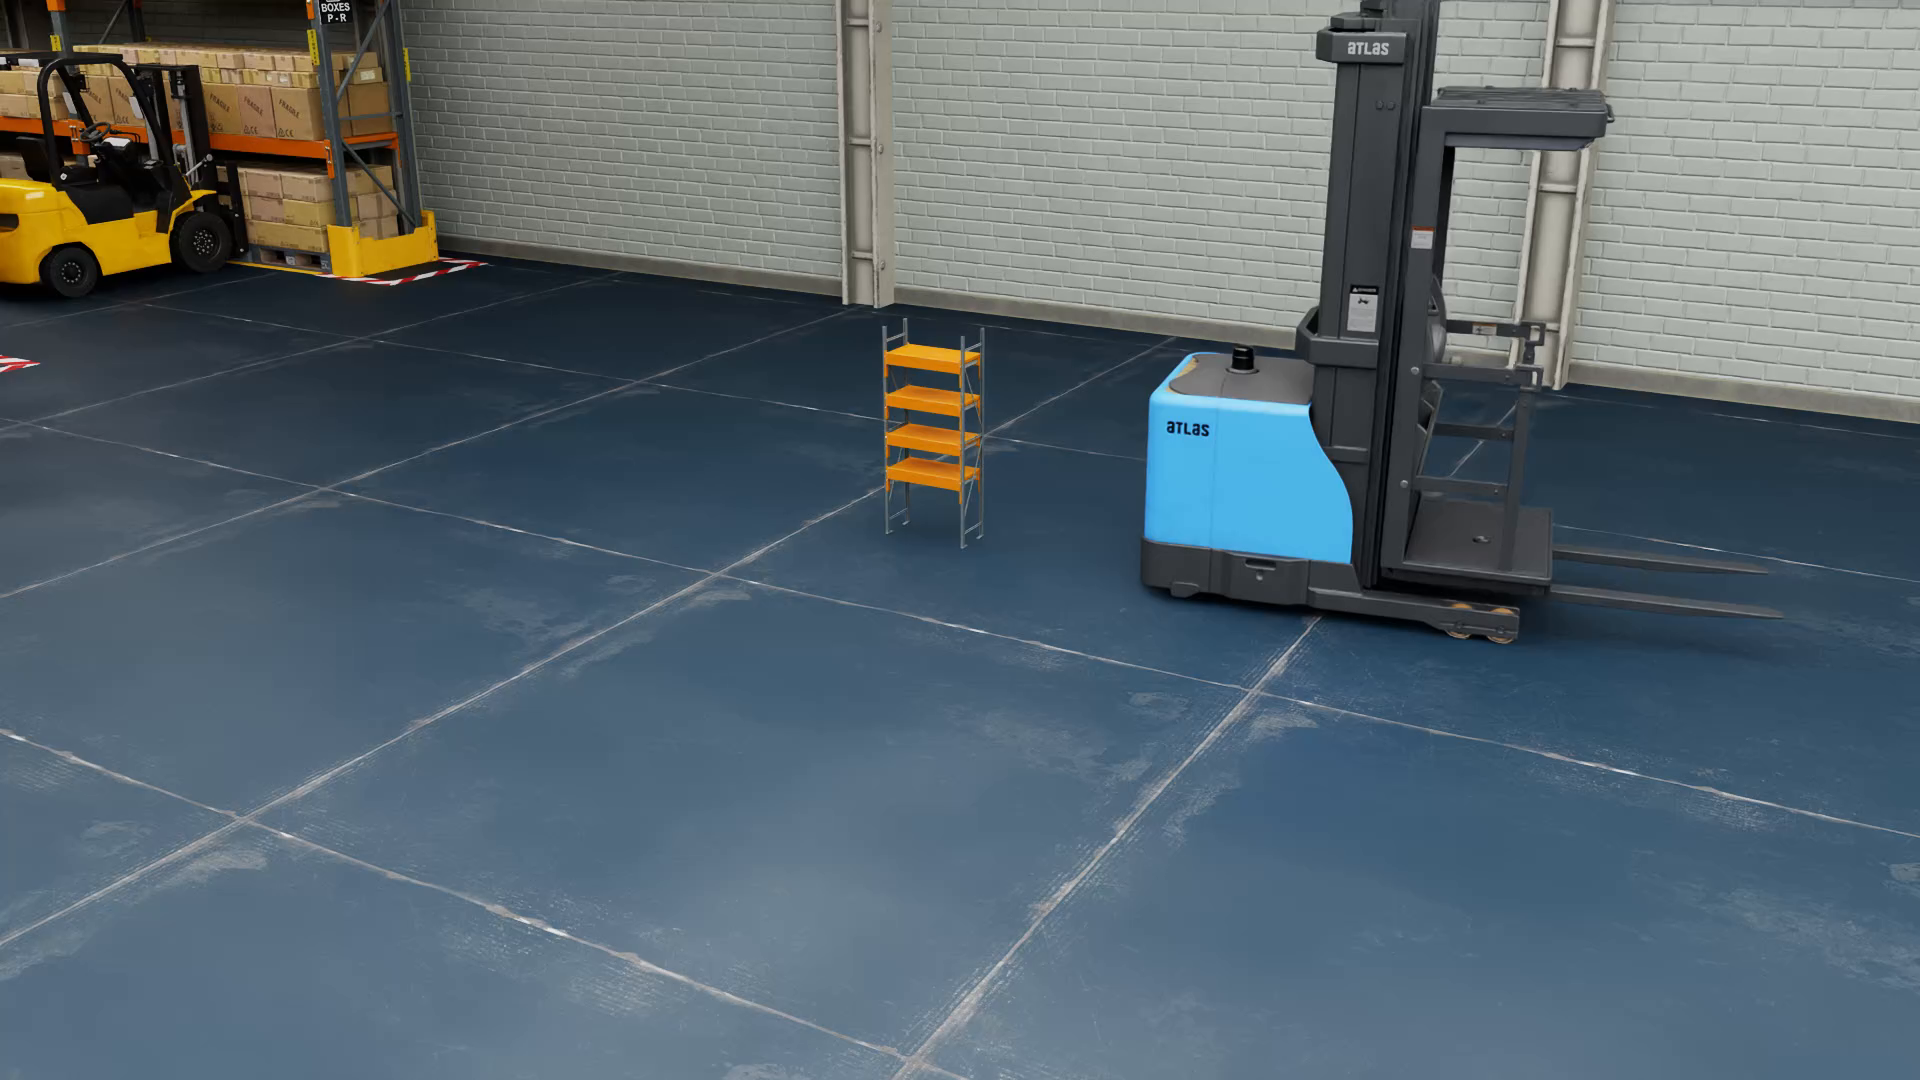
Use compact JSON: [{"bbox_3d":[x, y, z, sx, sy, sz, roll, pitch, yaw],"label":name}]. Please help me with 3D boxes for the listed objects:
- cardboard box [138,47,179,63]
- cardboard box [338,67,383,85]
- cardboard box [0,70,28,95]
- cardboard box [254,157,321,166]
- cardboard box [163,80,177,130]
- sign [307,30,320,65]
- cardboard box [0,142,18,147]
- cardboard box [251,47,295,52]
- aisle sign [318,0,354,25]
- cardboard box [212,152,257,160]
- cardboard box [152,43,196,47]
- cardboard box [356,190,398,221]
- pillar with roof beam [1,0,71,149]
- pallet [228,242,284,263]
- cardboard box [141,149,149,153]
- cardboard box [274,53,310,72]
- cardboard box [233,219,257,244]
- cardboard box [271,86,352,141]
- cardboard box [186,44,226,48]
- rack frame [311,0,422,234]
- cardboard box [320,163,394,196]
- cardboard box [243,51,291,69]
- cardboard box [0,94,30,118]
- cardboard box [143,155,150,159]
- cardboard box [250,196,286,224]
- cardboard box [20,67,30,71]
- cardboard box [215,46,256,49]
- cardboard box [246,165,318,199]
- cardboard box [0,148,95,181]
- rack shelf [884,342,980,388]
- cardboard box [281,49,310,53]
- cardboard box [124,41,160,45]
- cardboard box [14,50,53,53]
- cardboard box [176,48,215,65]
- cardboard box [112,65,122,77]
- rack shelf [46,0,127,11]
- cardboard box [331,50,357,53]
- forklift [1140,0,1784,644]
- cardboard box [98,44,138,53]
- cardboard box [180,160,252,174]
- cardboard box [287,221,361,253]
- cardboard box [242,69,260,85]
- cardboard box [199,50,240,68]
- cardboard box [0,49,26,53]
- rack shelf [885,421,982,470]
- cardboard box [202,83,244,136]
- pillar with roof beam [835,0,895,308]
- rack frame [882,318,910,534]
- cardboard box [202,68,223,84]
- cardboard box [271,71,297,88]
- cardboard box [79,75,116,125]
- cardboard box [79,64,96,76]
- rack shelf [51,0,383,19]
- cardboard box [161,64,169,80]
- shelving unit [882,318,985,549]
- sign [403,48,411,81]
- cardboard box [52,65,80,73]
[{"bbox_3d":[-8.358,-5.072,17.415,0.250,0.149,0.380,10,22,26],"label":"cardboard box"},{"bbox_3d":[-6.082,-4.707,16.844,0.250,0.149,0.380,10,22,26],"label":"cardboard box"},{"bbox_3d":[-10.411,-5.140,18.623,0.500,0.250,0.500,10,22,26],"label":"cardboard box"},{"bbox_3d":[-7.110,-3.901,17.670,0.500,0.250,0.500,11,22,27],"label":"cardboard box"},{"bbox_3d":[-8.239,-4.616,17.546,0.500,0.500,0.500,11,22,27],"label":"cardboard box"},{"bbox_3d":[-6.190,-4.718,15.927,0.005,0.325,0.100,11,23,27],"label":"sign"},{"bbox_3d":[-11.785,-4.419,20.014,0.625,0.625,0.875,12,23,29],"label":"cardboard box"},{"bbox_3d":[-7.183,-5.081,17.439,0.250,0.149,0.380,10,22,26],"label":"cardboard box"},{"bbox_3d":[-5.999,-5.345,15.889,0.004,0.787,0.394,11,23,27],"label":"aisle sign"},{"bbox_3d":[-7.996,-4.069,18.134,0.500,0.250,0.500,11,23,28],"label":"cardboard box"},{"bbox_3d":[-8.542,-5.321,18.101,0.250,0.149,0.380,11,22,27],"label":"cardboard box"},{"bbox_3d":[-6.222,-3.501,17.302,0.500,0.250,0.500,11,23,28],"label":"cardboard box"},{"bbox_3d":[-13.419,-7.142,15.857,0.400,9.000,9.100,11,23,27],"label":"pillar with roof beam"},{"bbox_3d":[-7.662,-3.228,17.955,1.213,0.211,1.003,11,23,27],"label":"pallet"},{"bbox_3d":[-8.881,-4.237,18.597,0.500,0.250,0.500,11,23,28],"label":"cardboard box"},{"bbox_3d":[-6.559,-4.742,16.504,0.250,0.149,0.380,11,23,27],"label":"cardboard box"},{"bbox_3d":[-7.339,-3.282,17.429,0.500,0.250,0.500,11,23,28],"label":"cardboard box"},{"bbox_3d":[-6.471,-4.272,16.597,0.500,0.500,0.500,10,22,26],"label":"cardboard box"},{"bbox_3d":[-8.077,-5.249,17.902,0.250,0.149,0.380,10,22,26],"label":"cardboard box"},{"bbox_3d":[-5.913,-4.221,16.603,0.127,3.000,1.000,11,23,27],"label":"rack frame"},{"bbox_3d":[-6.240,-3.732,17.206,0.500,0.250,0.500,10,22,26],"label":"cardboard box"},{"bbox_3d":[-6.982,-4.841,16.777,0.250,0.149,0.380,11,23,28],"label":"cardboard box"},{"bbox_3d":[-10.414,-4.904,18.705,0.500,0.250,0.500,11,22,27],"label":"cardboard box"},{"bbox_3d":[-8.694,-3.999,17.942,0.500,0.250,0.500,11,23,27],"label":"cardboard box"},{"bbox_3d":[-6.923,-3.436,17.121,0.500,0.250,0.500,11,22,27],"label":"cardboard box"},{"bbox_3d":[-10.234,-5.323,18.543,0.250,0.149,0.380,11,23,27],"label":"cardboard box"},{"bbox_3d":[-7.671,-5.141,17.605,0.250,0.149,0.380,12,23,29],"label":"cardboard box"},{"bbox_3d":[-6.916,-3.663,17.015,0.500,0.250,0.500,11,23,28],"label":"cardboard box"},{"bbox_3d":[-10.540,-4.182,19.363,0.625,0.625,0.875,11,22,27],"label":"cardboard box"},{"bbox_3d":[-0.145,-0.961,9.102,0.480,0.148,0.258,11,23,27],"label":"rack shelf"},{"bbox_3d":[-6.760,-4.971,17.137,0.250,0.149,0.380,11,23,28],"label":"cardboard box"},{"bbox_3d":[-8.979,-5.415,18.361,0.250,0.149,0.380,11,23,27],"label":"cardboard box"},{"bbox_3d":[-10.694,-5.589,19.275,0.250,0.149,0.380,11,22,27],"label":"cardboard box"},{"bbox_3d":[-7.882,-5.010,17.244,0.250,0.149,0.380,11,23,28],"label":"cardboard box"},{"bbox_3d":[-8.787,-5.029,17.734,0.250,0.149,0.380,11,23,27],"label":"cardboard box"},{"bbox_3d":[-11.151,-6.291,18.965,4.000,0.370,1.077,11,23,27],"label":"rack shelf"},{"bbox_3d":[-6.304,-4.895,16.928,0.250,0.149,0.380,12,23,29],"label":"cardboard box"},{"bbox_3d":[2.503,-1.084,8.056,3.031,2.935,1.130,7,21,18],"label":"forklift"},{"bbox_3d":[-8.990,-5.226,17.838,0.250,0.149,0.380,11,23,28],"label":"cardboard box"},{"bbox_3d":[-7.800,-3.831,17.476,0.500,0.250,0.500,10,22,26],"label":"cardboard box"},{"bbox_3d":[-6.477,-3.110,16.957,0.500,0.250,0.500,11,23,28],"label":"cardboard box"},{"bbox_3d":[-6.997,-4.687,16.790,0.250,0.149,0.380,11,22,27],"label":"cardboard box"},{"bbox_3d":[-7.491,-4.892,16.919,0.250,0.149,0.380,11,23,28],"label":"cardboard box"},{"bbox_3d":[-11.165,-5.660,19.472,0.250,0.149,0.380,12,23,29],"label":"cardboard box"},{"bbox_3d":[-0.145,-0.528,9.259,0.480,0.148,0.258,11,23,27],"label":"rack shelf"},{"bbox_3d":[-7.367,-4.446,17.077,0.500,0.500,0.500,10,22,26],"label":"cardboard box"},{"bbox_3d":[-2.943,-5.146,10.356,0.400,9.000,9.100,11,23,27],"label":"pillar with roof beam"},{"bbox_3d":[-0.358,-0.632,9.348,0.015,1.200,0.240,11,23,27],"label":"rack frame"},{"bbox_3d":[-7.484,-4.754,16.973,0.250,0.149,0.380,11,23,28],"label":"cardboard box"},{"bbox_3d":[-6.590,-4.581,16.498,0.250,0.149,0.380,11,23,28],"label":"cardboard box"},{"bbox_3d":[-9.145,-4.782,18.003,0.500,0.500,0.500,10,22,26],"label":"cardboard box"},{"bbox_3d":[-9.255,-5.107,17.948,0.250,0.149,0.380,10,22,26],"label":"cardboard box"},{"bbox_3d":[-7.659,-5.626,17.132,4.000,0.370,1.077,11,23,27],"label":"rack shelf"},{"bbox_3d":[-8.152,-4.886,17.337,0.250,0.149,0.380,10,22,26],"label":"cardboard box"},{"bbox_3d":[-0.145,-0.592,9.236,0.503,1.200,0.258,11,23,27],"label":"shelving unit"},{"bbox_3d":[-5.637,-4.830,16.895,0.005,0.325,0.100,11,23,27],"label":"sign"},{"bbox_3d":[-9.811,-5.229,18.284,0.250,0.149,0.380,12,23,29],"label":"cardboard box"}]
